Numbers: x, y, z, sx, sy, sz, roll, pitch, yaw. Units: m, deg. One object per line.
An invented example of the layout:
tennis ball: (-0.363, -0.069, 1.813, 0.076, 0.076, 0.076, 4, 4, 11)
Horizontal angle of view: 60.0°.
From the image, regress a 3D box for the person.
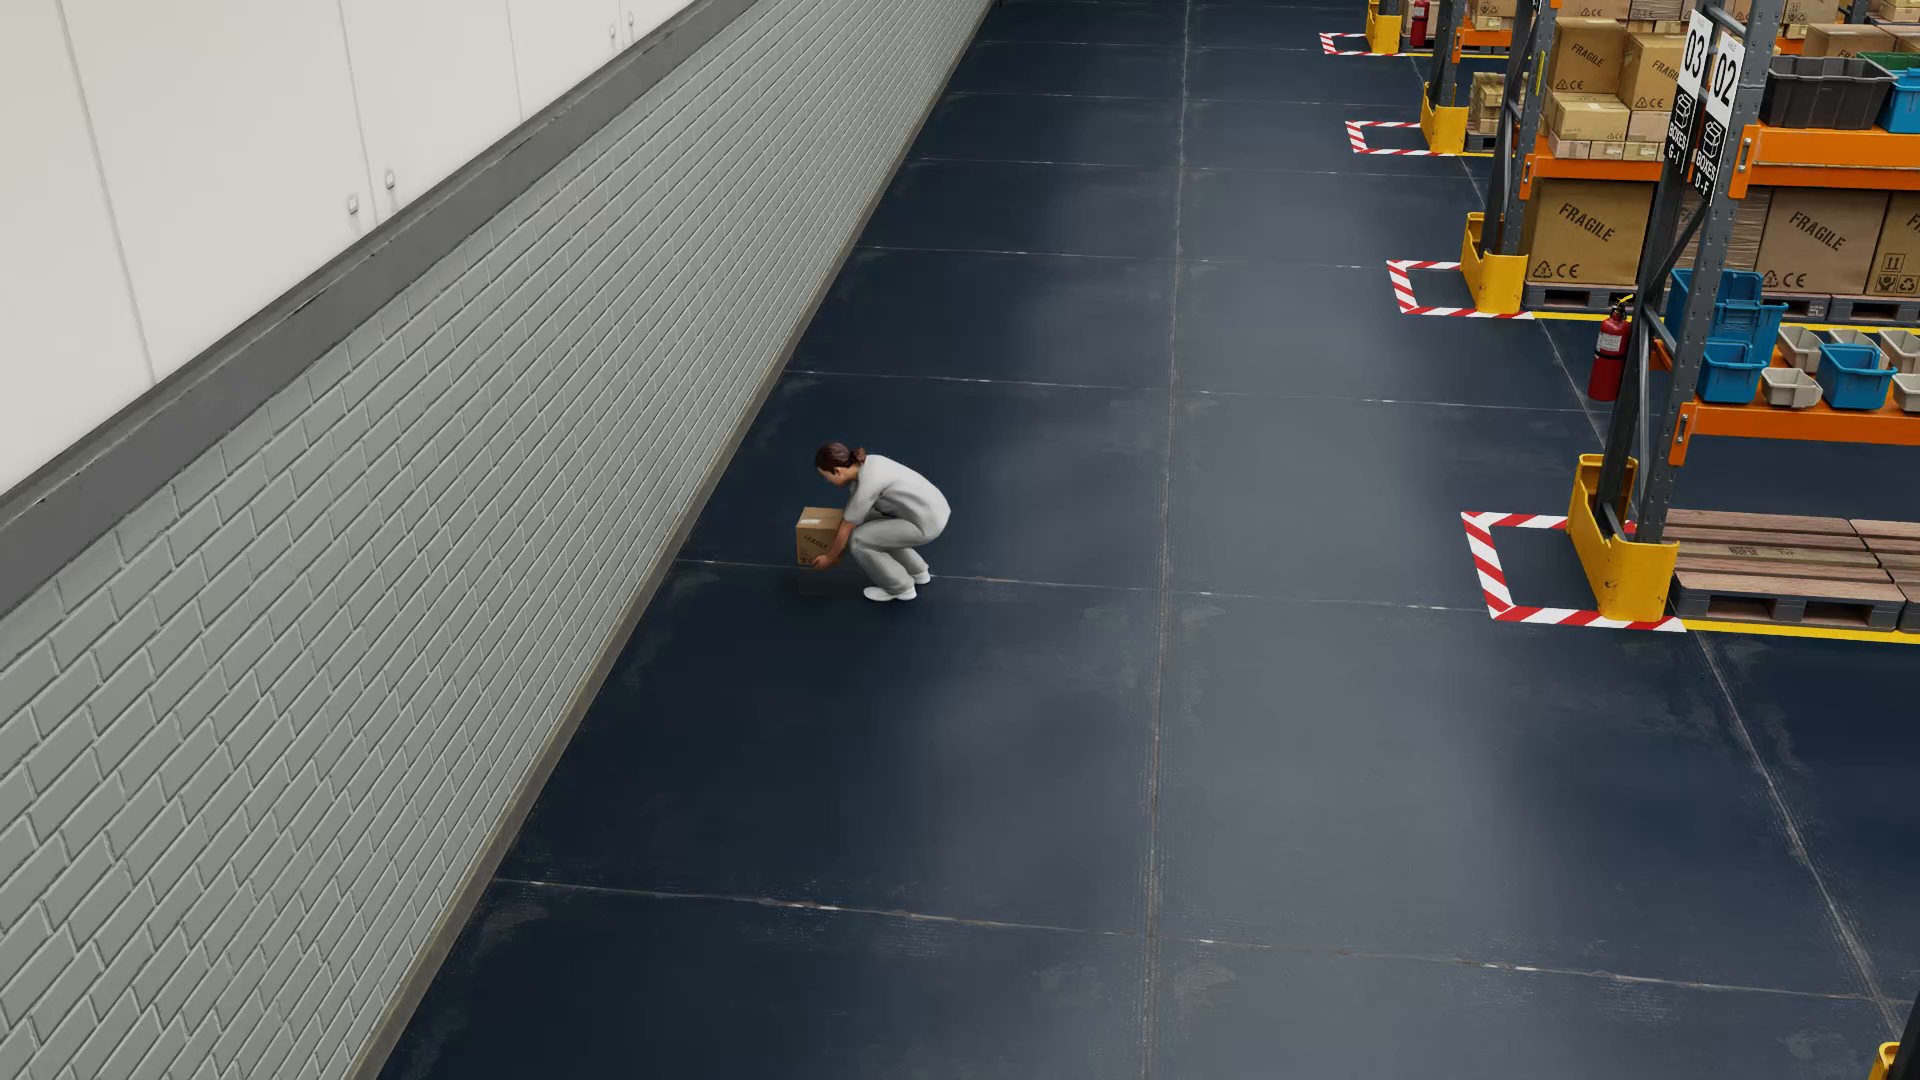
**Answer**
person: (-0.460, -0.123, 9.606, 0.795, 0.959, 0.485, 3, 29, 6)
